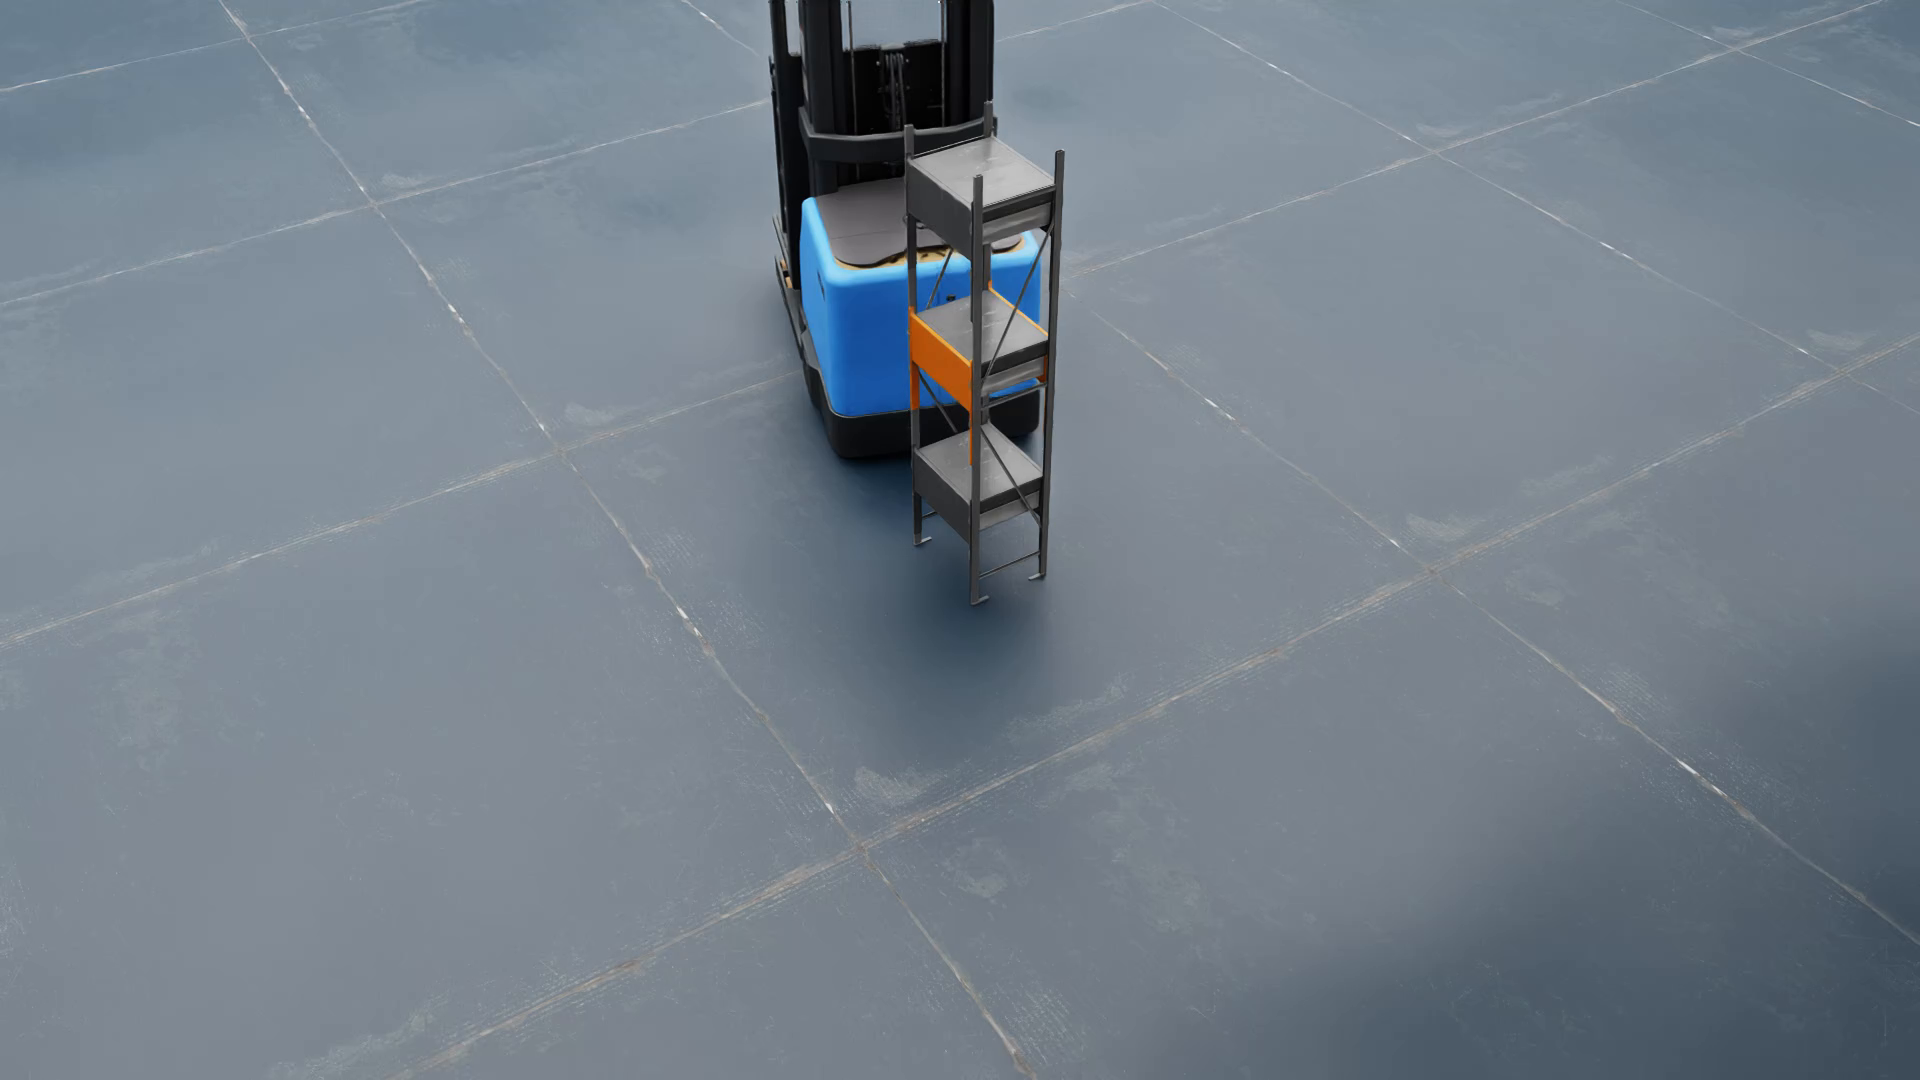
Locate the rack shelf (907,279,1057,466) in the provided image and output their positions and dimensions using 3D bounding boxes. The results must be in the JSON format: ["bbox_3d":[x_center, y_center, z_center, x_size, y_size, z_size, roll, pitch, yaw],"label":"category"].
[{"bbox_3d":[0.089,-0.707,6.979,0.431,0.518,0.480,-22,45,-24],"label":"rack shelf"}]

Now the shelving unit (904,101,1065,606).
[{"bbox_3d":[0.089,-0.717,6.971,0.431,2.100,0.503,-22,45,-24],"label":"shelving unit"}]

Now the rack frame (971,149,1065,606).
[{"bbox_3d":[0.220,-0.586,6.813,0.400,2.100,0.015,-22,45,-24],"label":"rack frame"}]

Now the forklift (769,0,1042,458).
[{"bbox_3d":[-0.428,-2.478,8.435,1.130,2.935,3.031,-8,41,-10],"label":"forklift"}]

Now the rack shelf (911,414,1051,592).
[{"bbox_3d":[0.089,-0.169,7.427,0.431,0.518,0.480,-22,45,-24],"label":"rack shelf"}]

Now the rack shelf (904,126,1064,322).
[{"bbox_3d":[0.089,-1.245,6.531,0.431,0.518,0.480,-22,45,-24],"label":"rack shelf"}]

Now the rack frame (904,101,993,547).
[{"bbox_3d":[-0.042,-0.849,7.129,0.400,2.100,0.015,-22,45,-24],"label":"rack frame"}]
